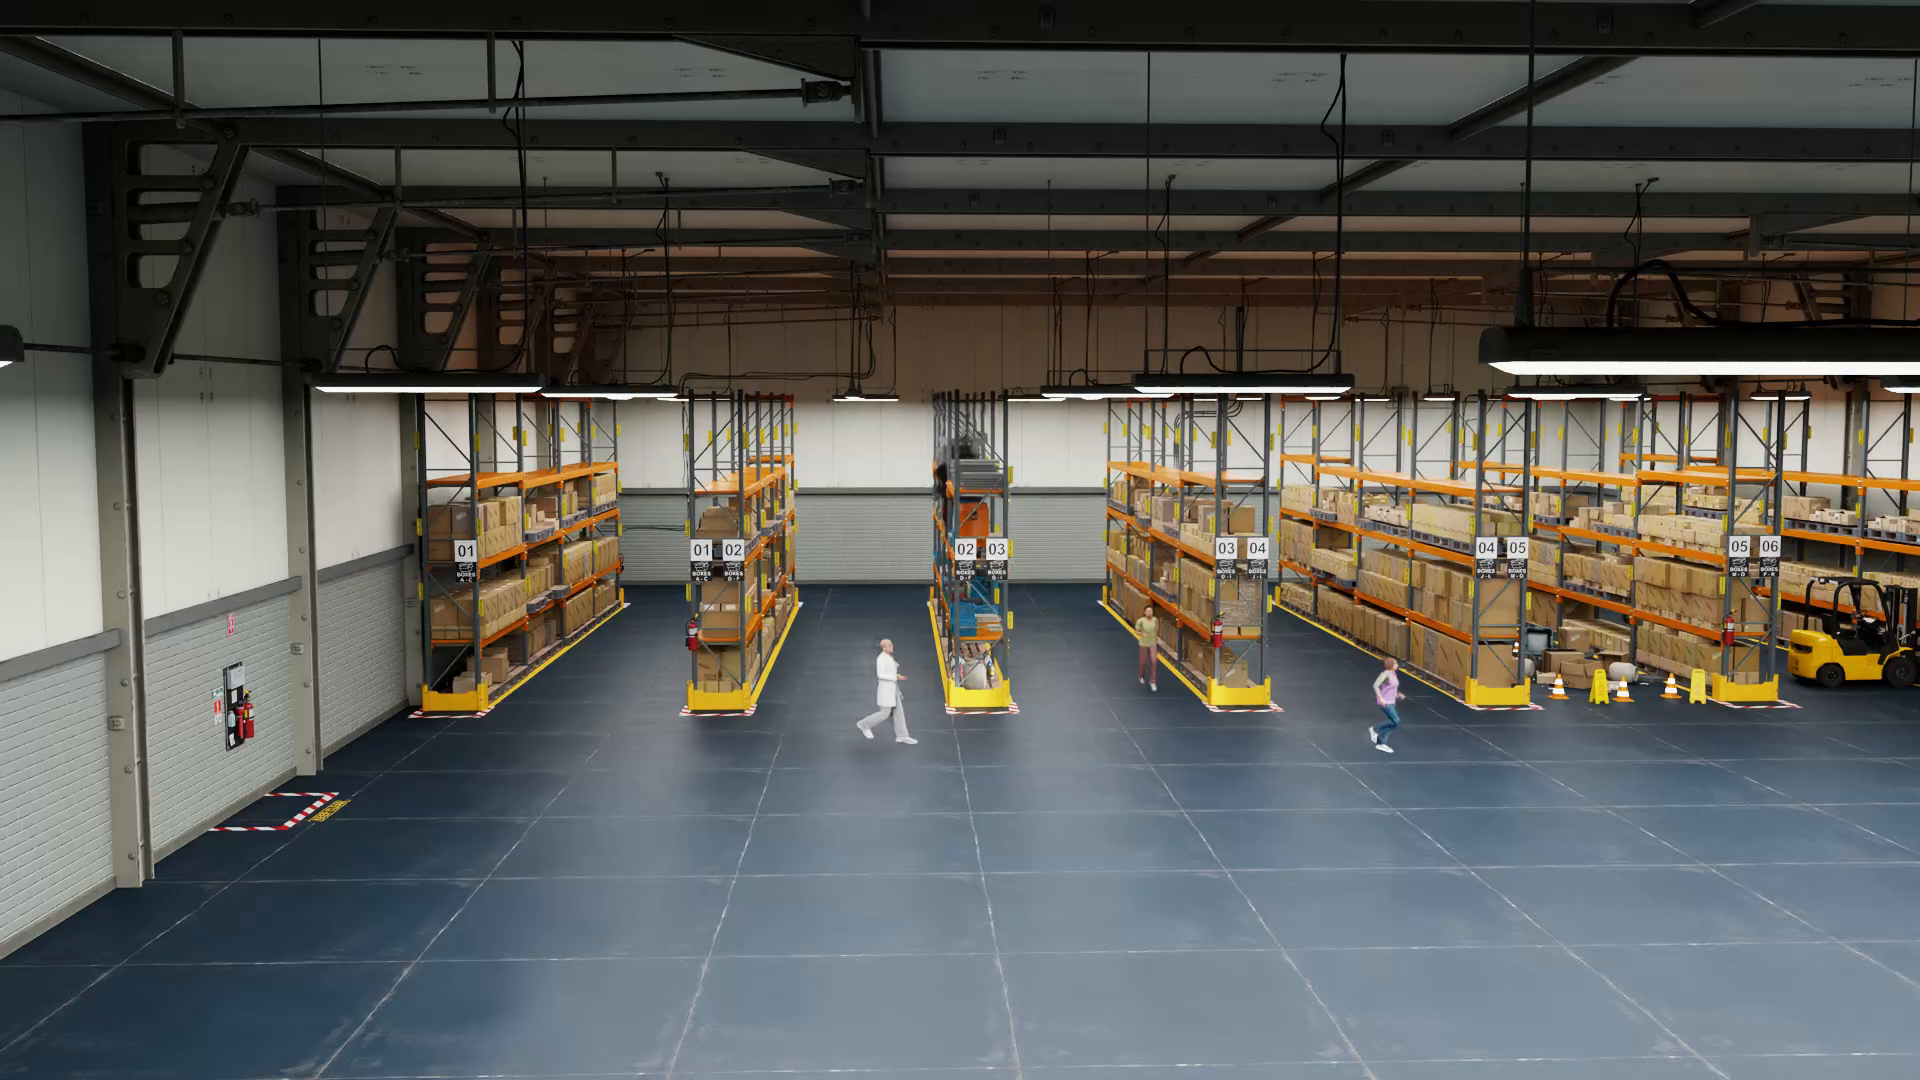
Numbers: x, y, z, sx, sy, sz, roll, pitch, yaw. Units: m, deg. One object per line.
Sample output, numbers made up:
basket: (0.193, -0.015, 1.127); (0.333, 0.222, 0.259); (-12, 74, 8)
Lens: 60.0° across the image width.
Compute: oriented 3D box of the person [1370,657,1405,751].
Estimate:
person: (7.064, 2.713, 27.500); (0.526, 1.558, 0.519); (3, 6, 33)

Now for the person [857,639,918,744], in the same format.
person: (-1.226, 2.543, 27.930); (1.040, 1.773, 0.710); (1, 5, 15)

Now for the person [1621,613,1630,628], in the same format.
person: (16.477, 1.534, 40.673); (0.640, 1.747, 0.692); (0, 5, -2)

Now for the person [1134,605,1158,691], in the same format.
person: (3.769, 2.144, 33.569); (0.529, 1.696, 0.887); (0, 5, -3)
